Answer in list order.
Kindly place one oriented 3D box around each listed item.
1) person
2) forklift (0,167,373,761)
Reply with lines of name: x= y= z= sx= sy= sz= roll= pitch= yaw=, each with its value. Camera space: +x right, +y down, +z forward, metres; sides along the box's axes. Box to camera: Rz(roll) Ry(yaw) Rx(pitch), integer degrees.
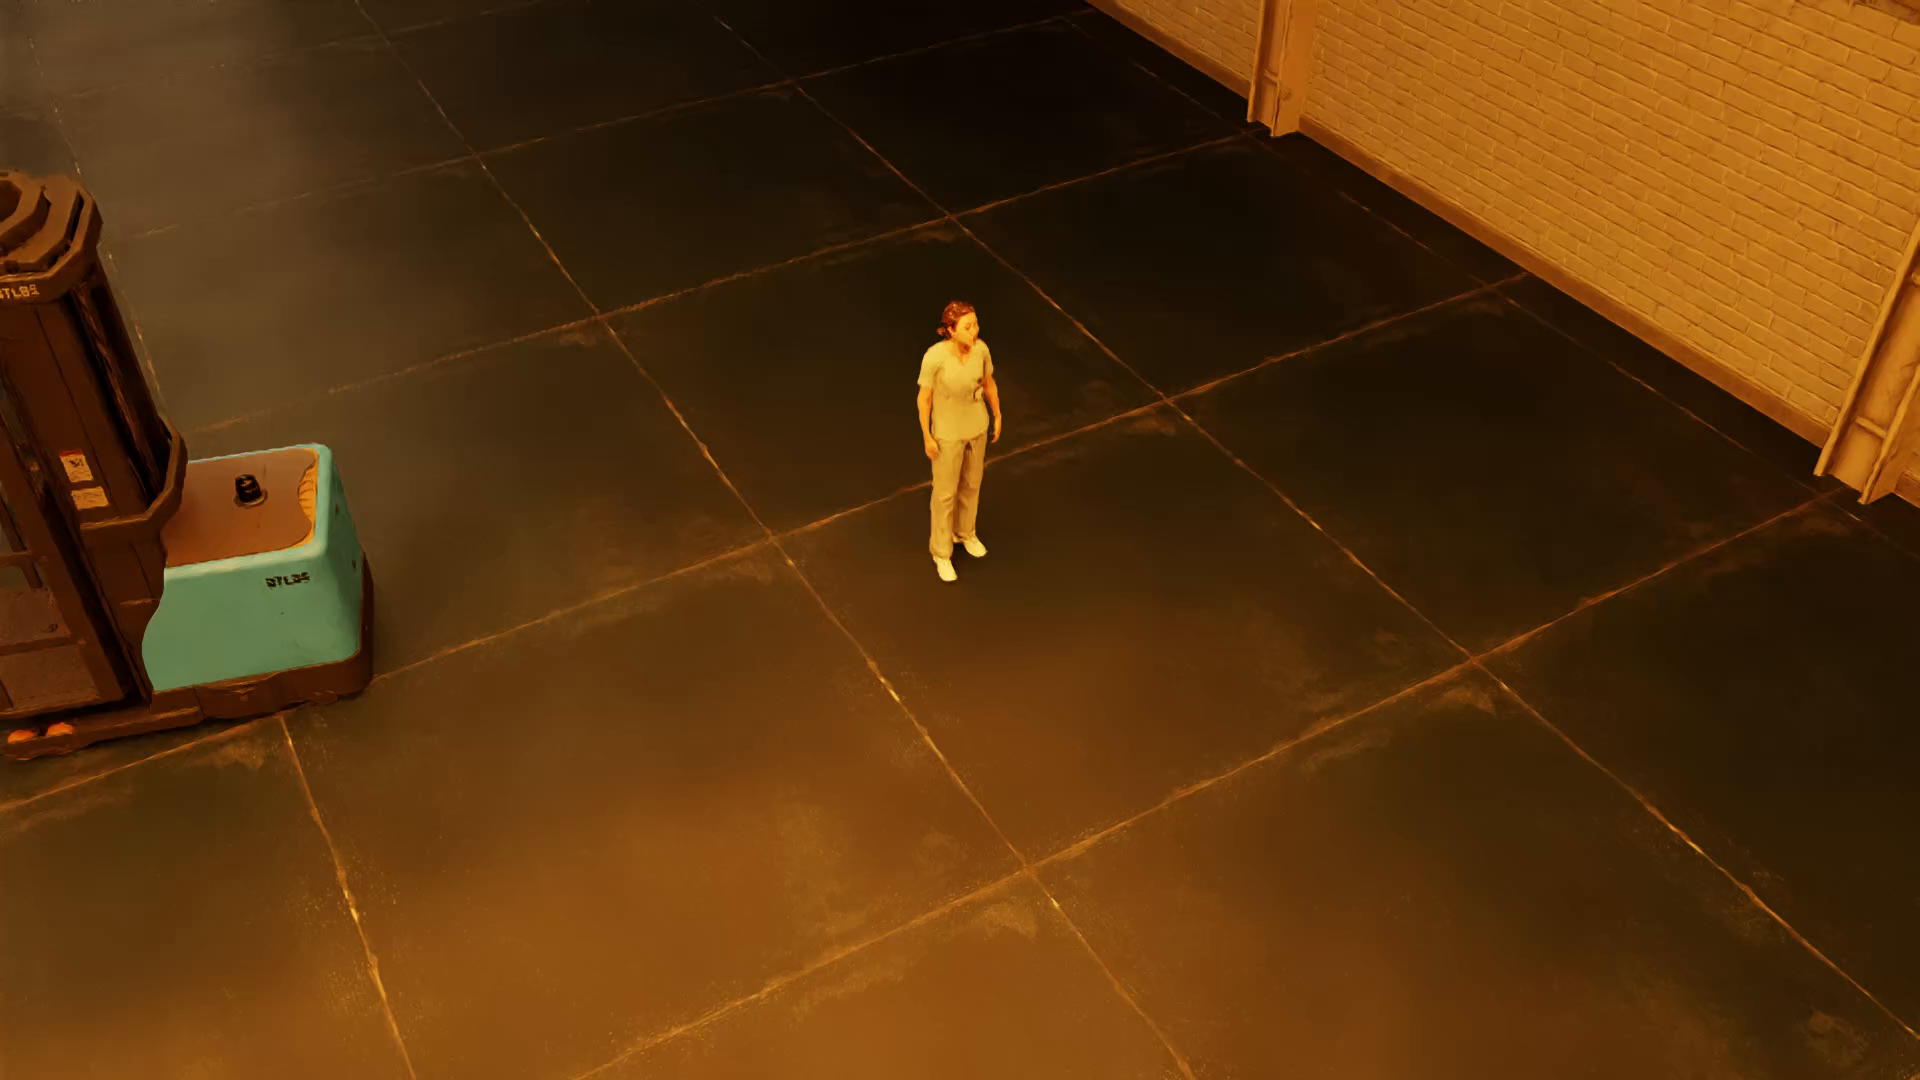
person: x=0.026 y=-0.605 z=9.738 sx=0.550 sy=1.674 sz=0.548 roll=-20 pitch=44 yaw=-23
forklift: x=-4.862 y=-0.324 z=8.427 sx=3.031 sy=2.935 sz=1.130 roll=-10 pitch=41 yaw=-11
